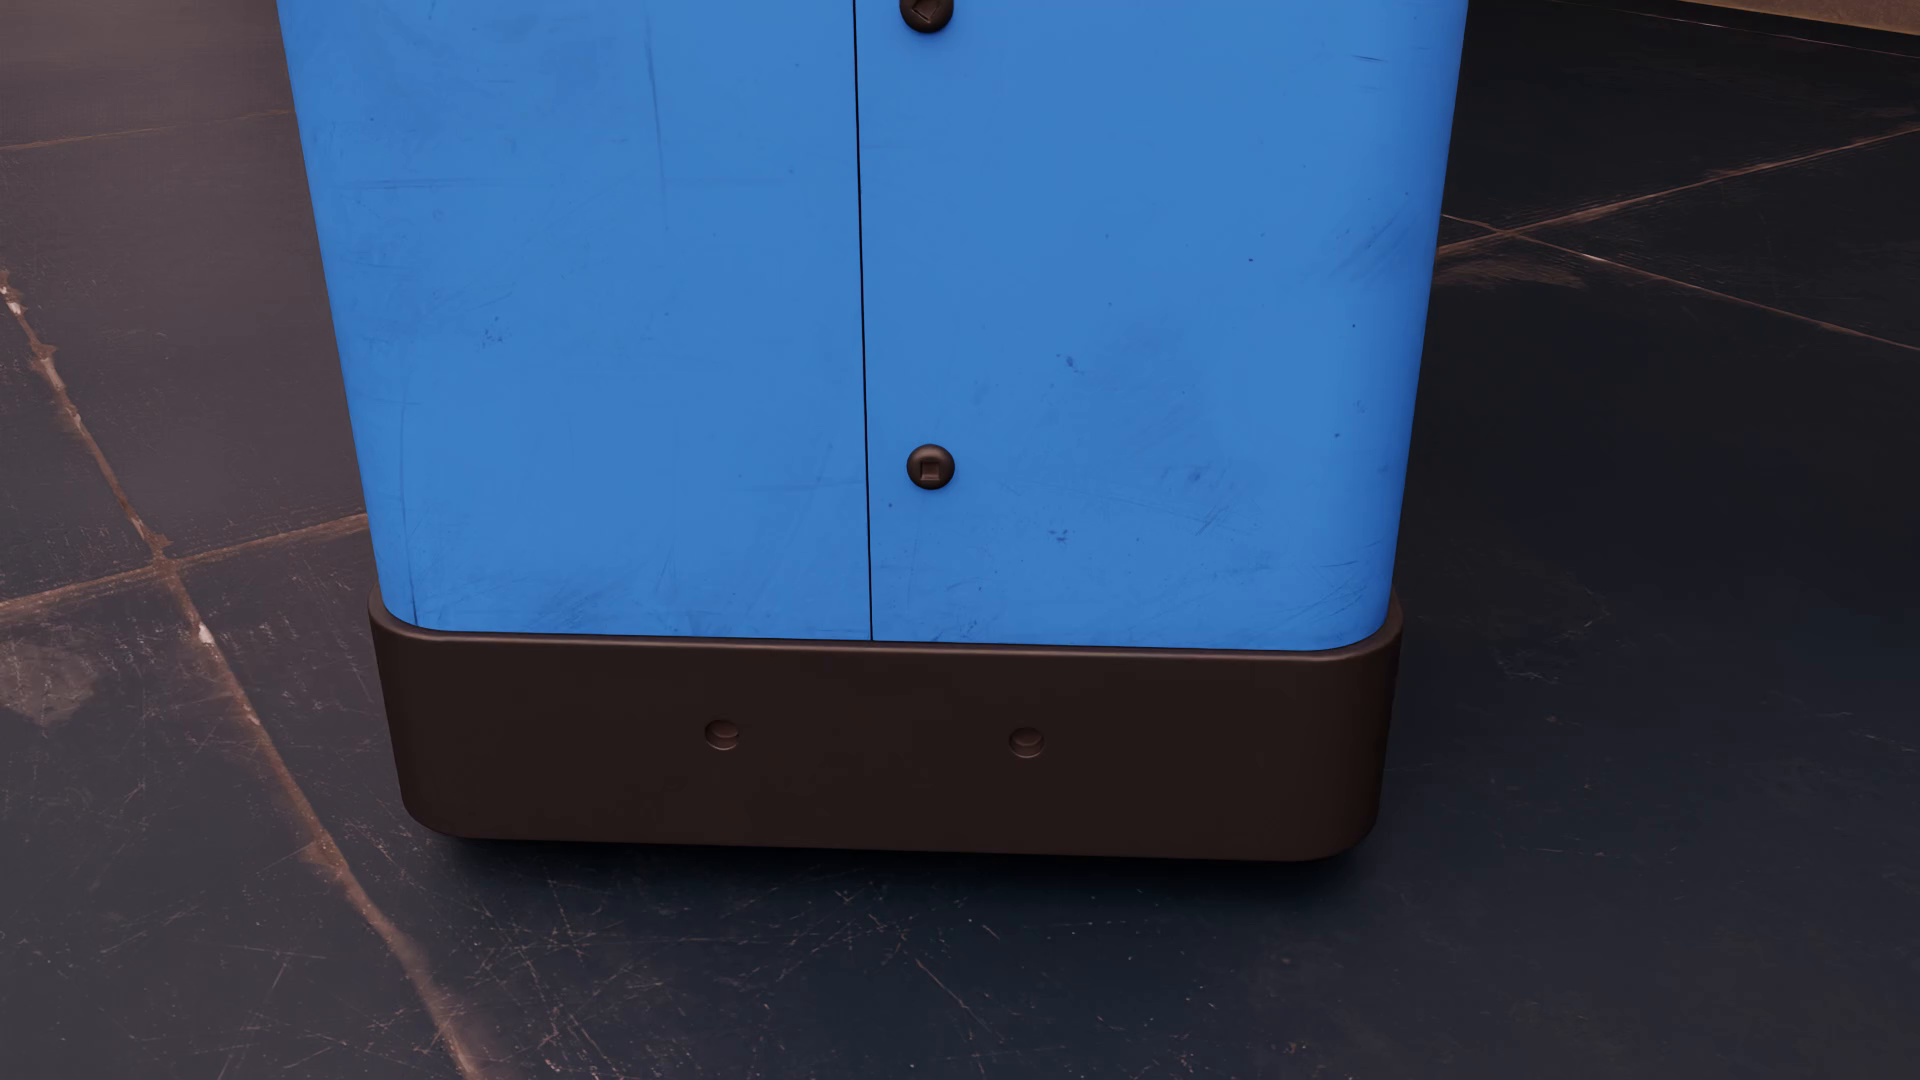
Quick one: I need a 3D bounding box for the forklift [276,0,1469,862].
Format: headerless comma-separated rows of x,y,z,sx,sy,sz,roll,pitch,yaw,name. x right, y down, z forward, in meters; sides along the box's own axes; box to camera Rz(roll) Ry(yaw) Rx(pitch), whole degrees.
-0.015,-1.605,2.432,1.130,2.935,3.031,1,27,2,forklift
